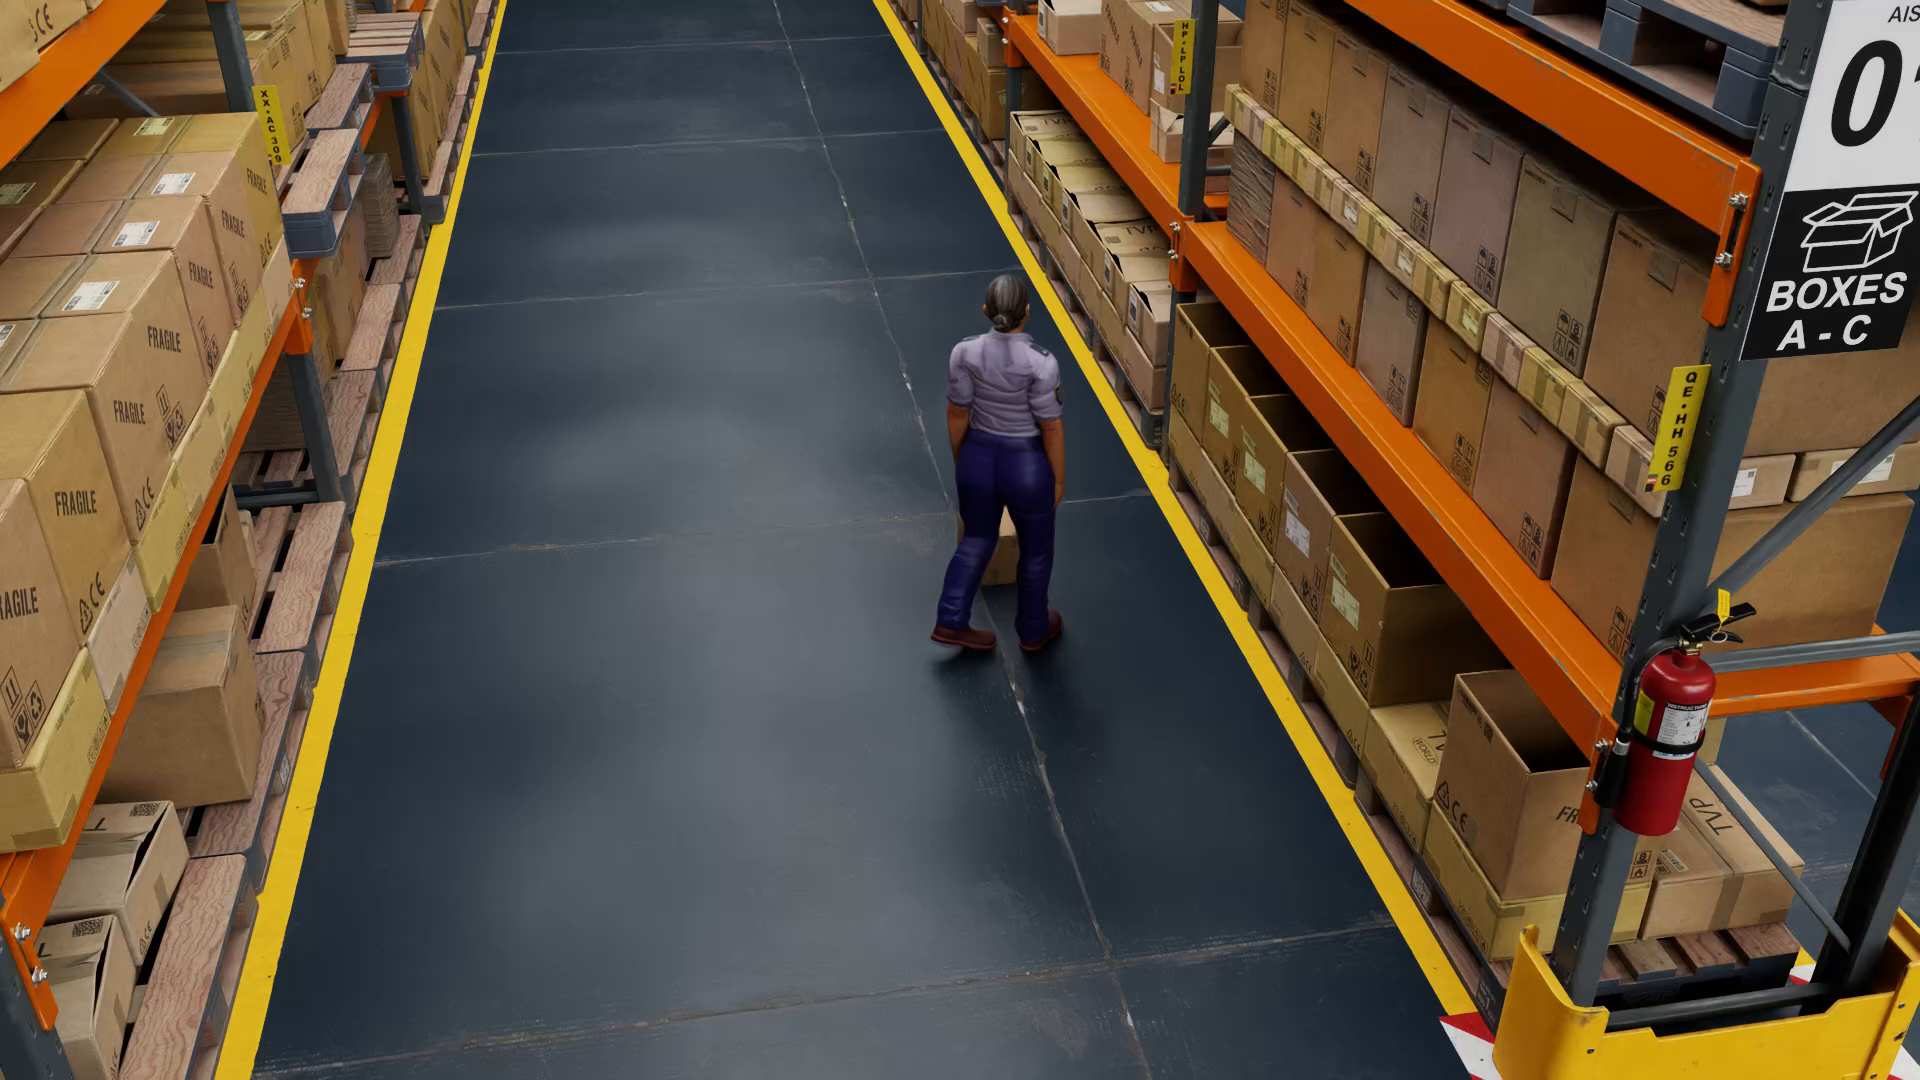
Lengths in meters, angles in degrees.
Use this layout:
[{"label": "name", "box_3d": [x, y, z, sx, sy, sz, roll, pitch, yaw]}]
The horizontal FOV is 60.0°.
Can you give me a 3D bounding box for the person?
[{"label": "person", "box_3d": [0.192, -0.280, 6.593, 0.481, 1.641, 0.497, 13, 33, 21]}]
